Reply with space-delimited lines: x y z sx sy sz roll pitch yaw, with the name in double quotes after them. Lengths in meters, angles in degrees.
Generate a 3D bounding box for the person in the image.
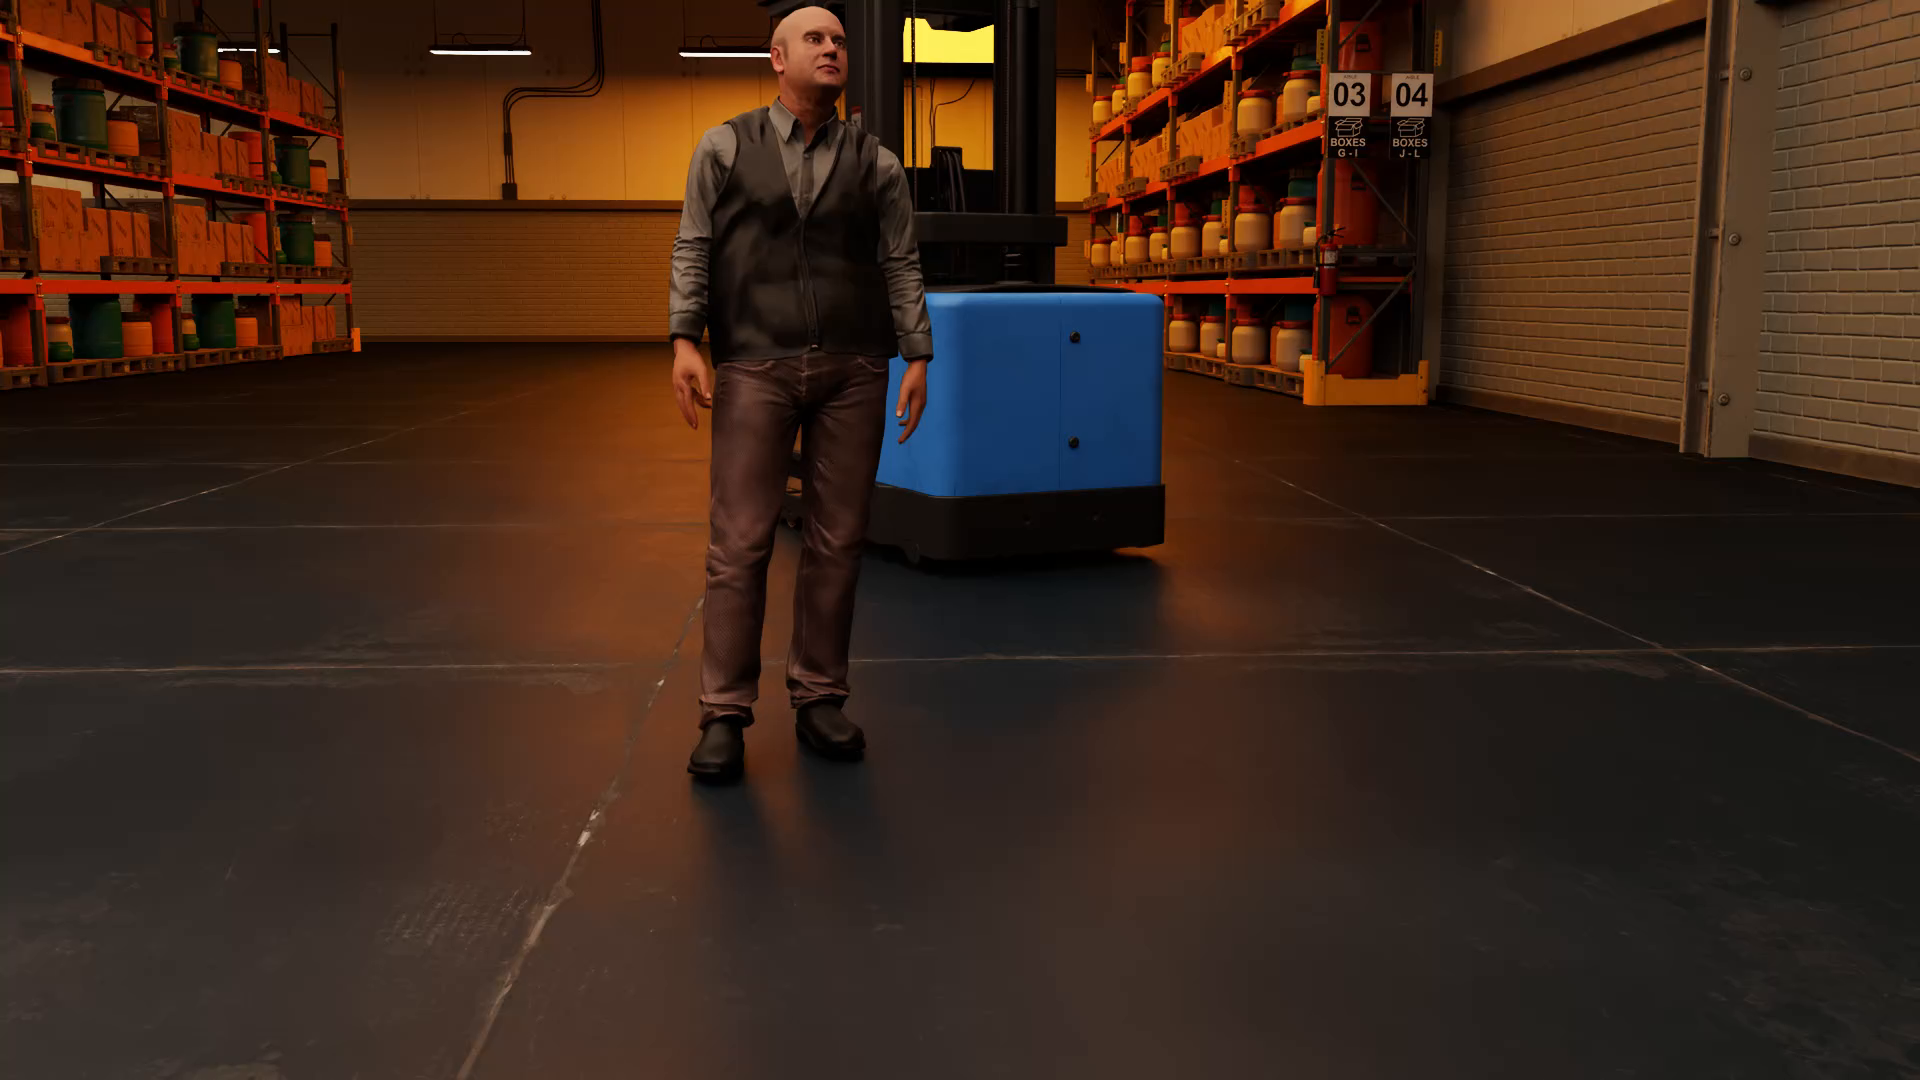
-0.357 -0.365 3.856 0.632 1.720 0.569 -2 9 -15 "person"

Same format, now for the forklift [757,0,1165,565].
-0.264 -1.530 7.637 1.130 2.935 3.031 -4 9 -25 "forklift"
